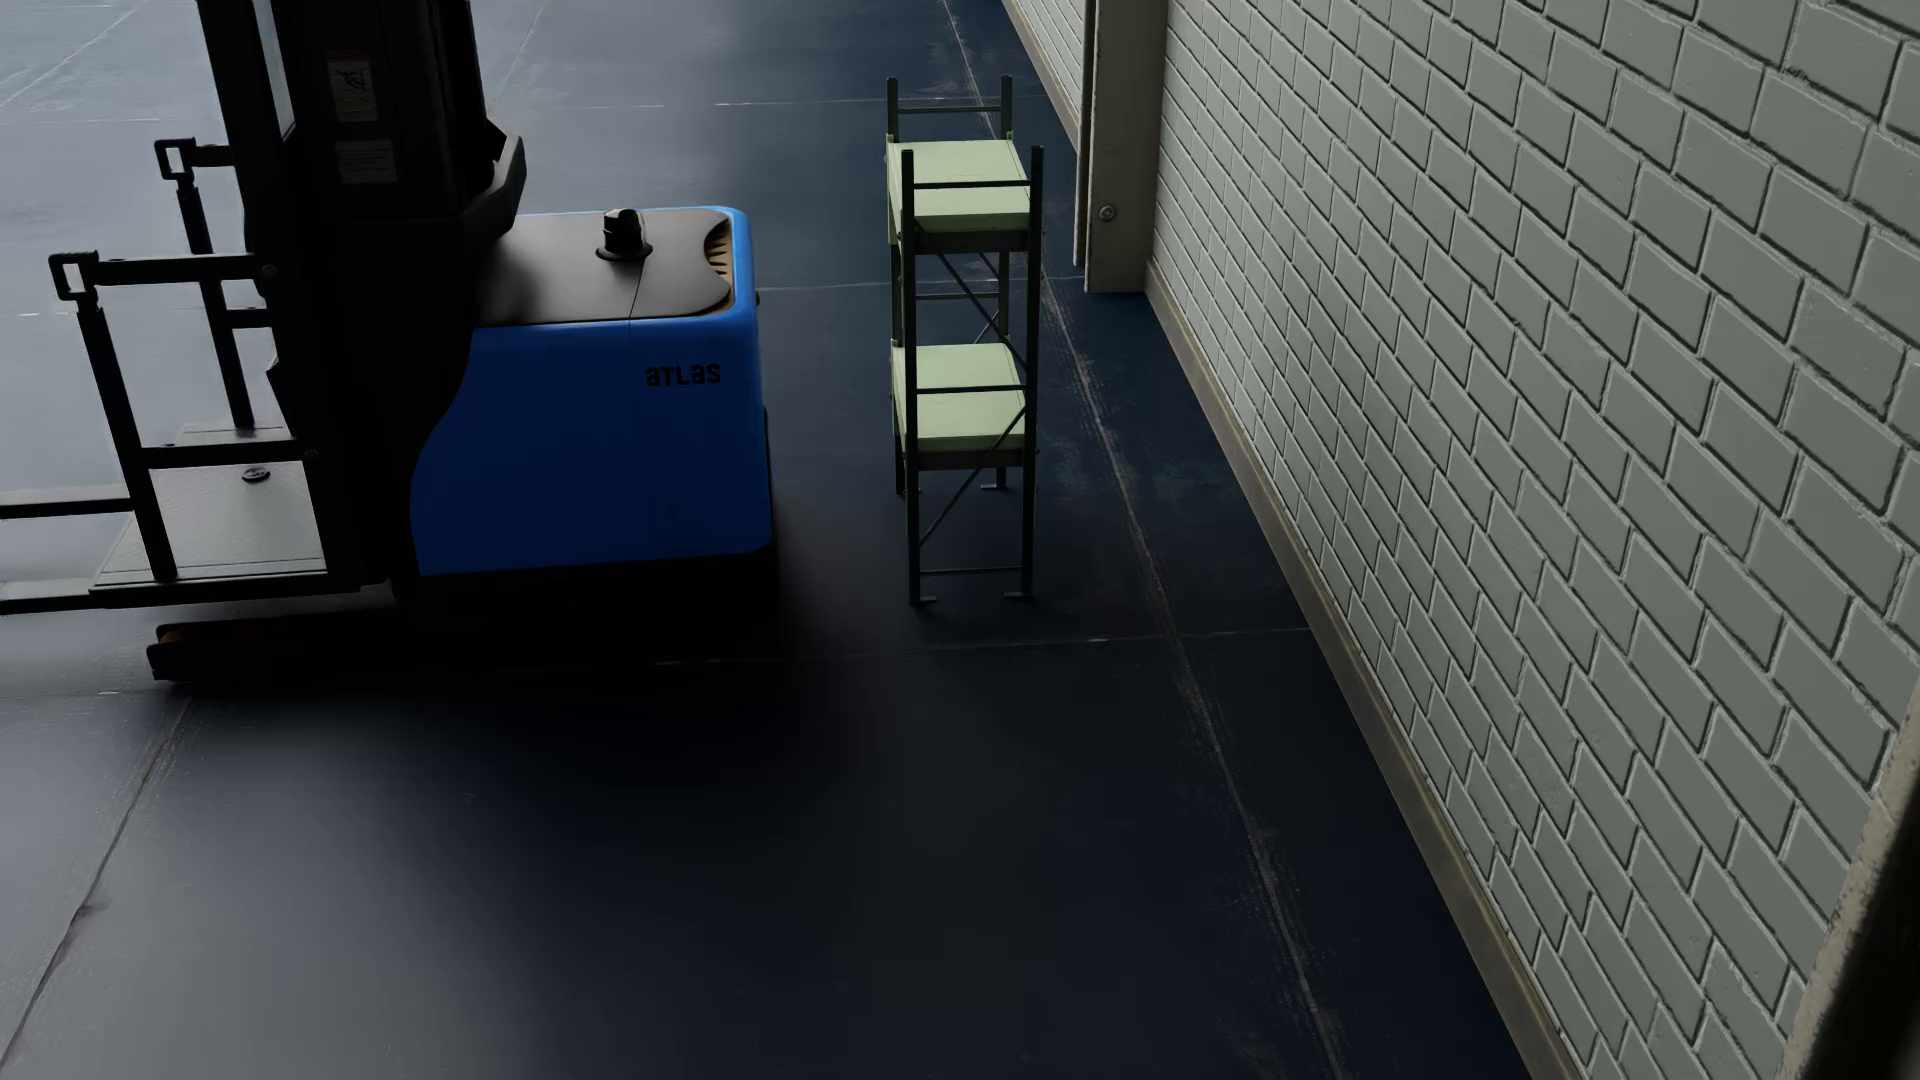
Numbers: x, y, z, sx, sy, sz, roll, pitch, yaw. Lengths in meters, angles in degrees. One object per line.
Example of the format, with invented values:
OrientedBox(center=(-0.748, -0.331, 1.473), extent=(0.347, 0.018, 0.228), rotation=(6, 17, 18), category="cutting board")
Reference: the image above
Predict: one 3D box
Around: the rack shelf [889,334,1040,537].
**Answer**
OrientedBox(center=(0.001, -0.361, 5.527), extent=(0.431, 0.370, 0.720), rotation=(-3, 31, -5), category="rack shelf")

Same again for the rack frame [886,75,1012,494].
OrientedBox(center=(-0.034, -0.827, 5.673), extent=(0.400, 1.500, 0.023), rotation=(-3, 31, -5), category="rack frame")

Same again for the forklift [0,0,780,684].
OrientedBox(center=(-2.128, -1.113, 4.755), extent=(3.031, 2.935, 1.130), rotation=(-4, 31, -7), category="forklift")

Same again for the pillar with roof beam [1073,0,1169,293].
OrientedBox(center=(-3.570, -4.902, 5.181), extent=(9.100, 9.000, 0.400), rotation=(-3, 31, -5), category="pillar with roof beam")

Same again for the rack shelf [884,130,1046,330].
OrientedBox(center=(0.001, -0.976, 5.160), extent=(0.431, 0.370, 0.720), rotation=(-3, 31, -5), category="rack shelf")

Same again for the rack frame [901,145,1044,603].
OrientedBox(center=(0.035, -0.454, 5.047), extent=(0.400, 1.500, 0.023), rotation=(-3, 31, -5), category="rack frame")

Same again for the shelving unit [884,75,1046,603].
OrientedBox(center=(0.001, -0.640, 5.360), extent=(0.431, 1.500, 0.755), rotation=(-3, 31, -5), category="shelving unit")
